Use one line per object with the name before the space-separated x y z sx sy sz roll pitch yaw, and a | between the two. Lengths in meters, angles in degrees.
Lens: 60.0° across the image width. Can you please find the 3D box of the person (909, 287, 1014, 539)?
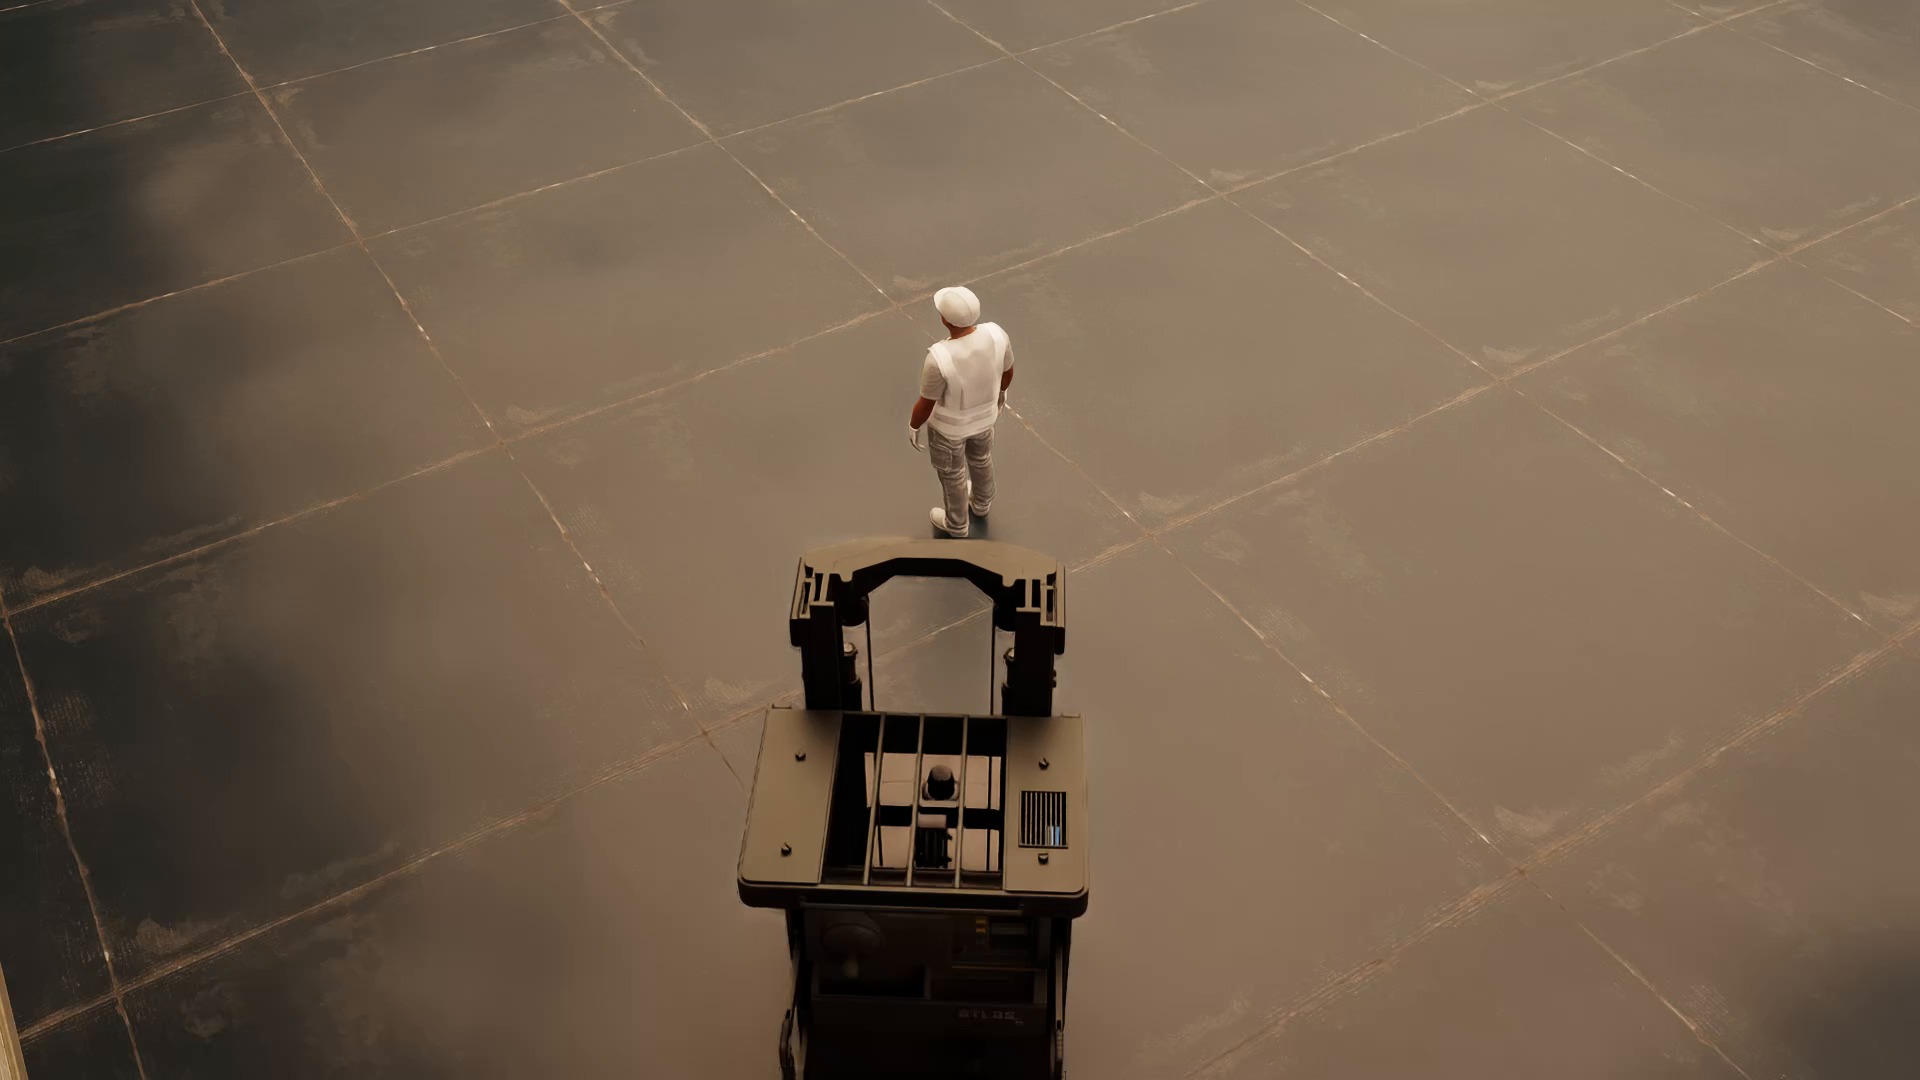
person | -0.032 -0.750 9.530 0.657 1.784 0.575 -23 46 -24

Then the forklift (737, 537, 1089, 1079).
forklift | -0.129 1.546 6.102 1.130 2.935 3.031 2 41 2
